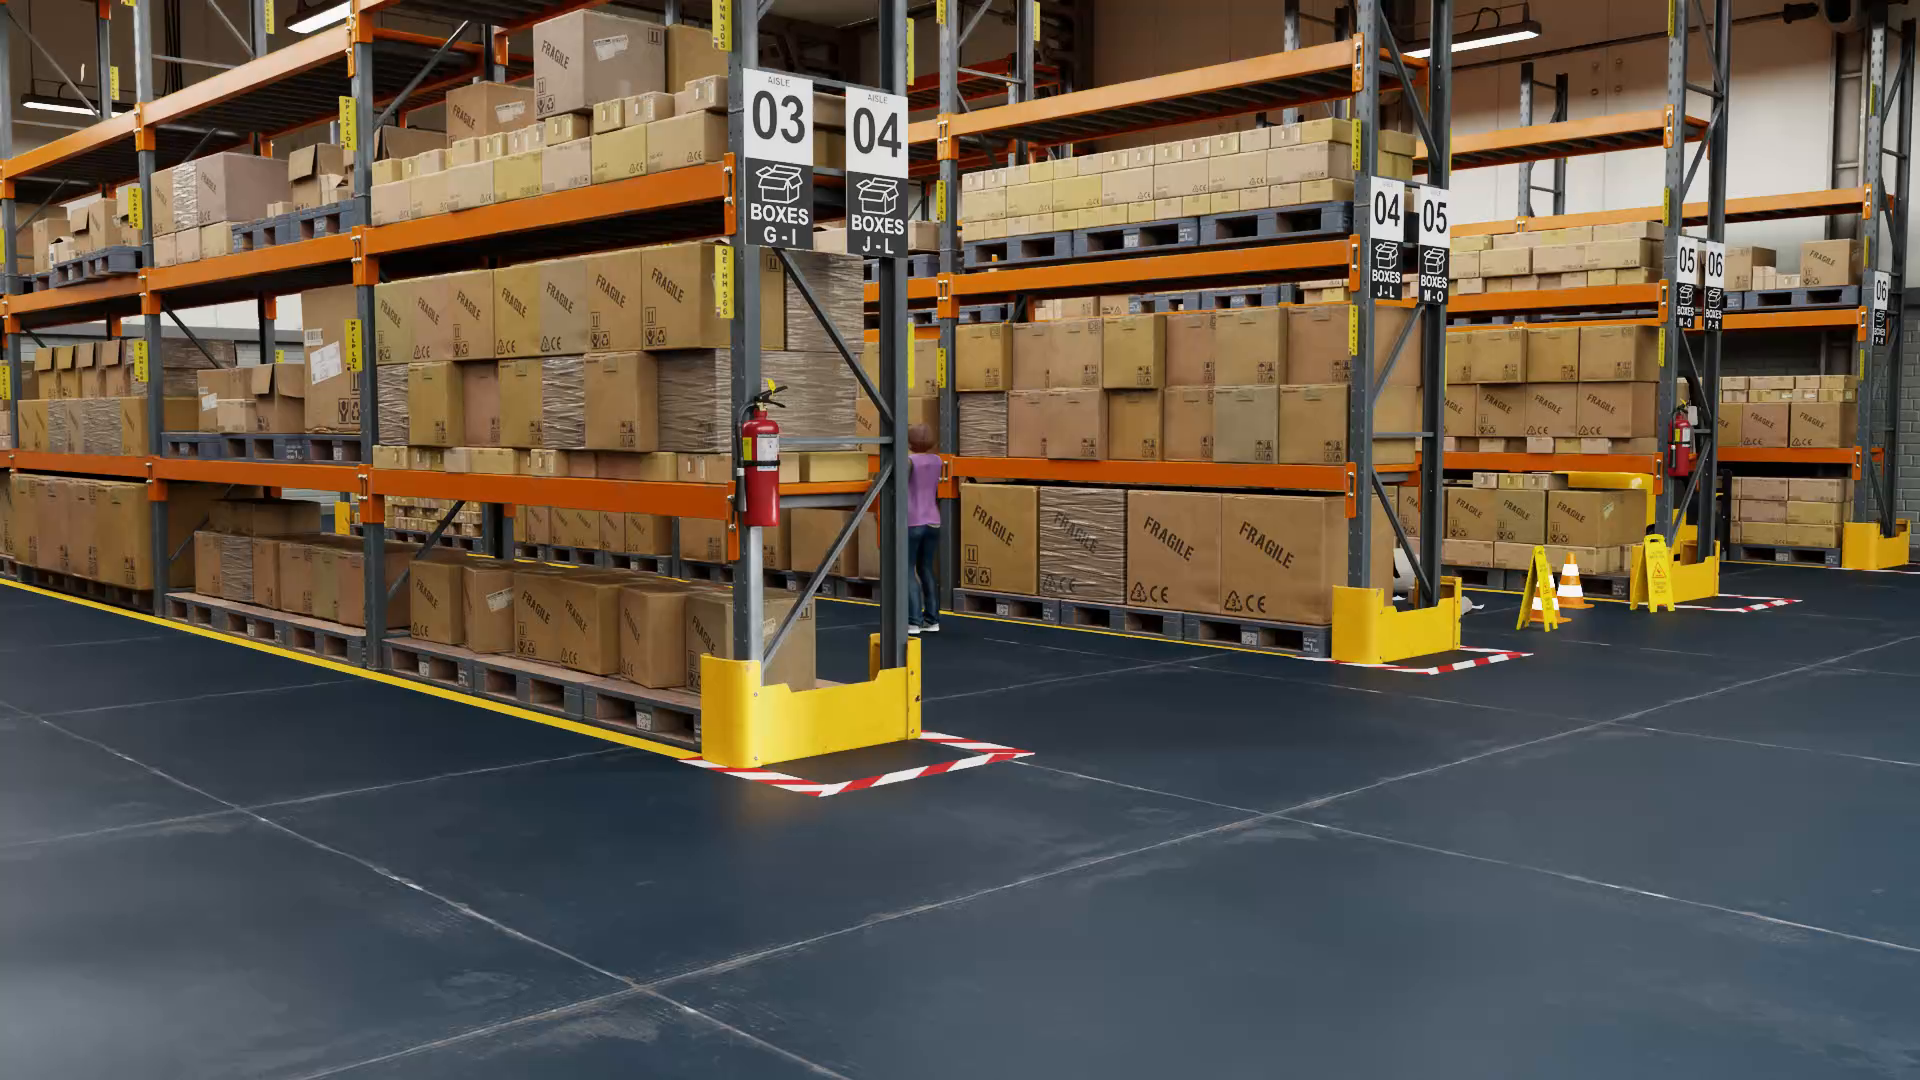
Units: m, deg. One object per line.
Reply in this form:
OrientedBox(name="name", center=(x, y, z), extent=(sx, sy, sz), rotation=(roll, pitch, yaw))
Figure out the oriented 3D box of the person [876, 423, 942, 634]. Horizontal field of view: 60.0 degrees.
OrientedBox(name="person", center=(-0.378, -0.092, 12.579), extent=(0.407, 1.588, 0.496), rotation=(-4, 6, -44))
